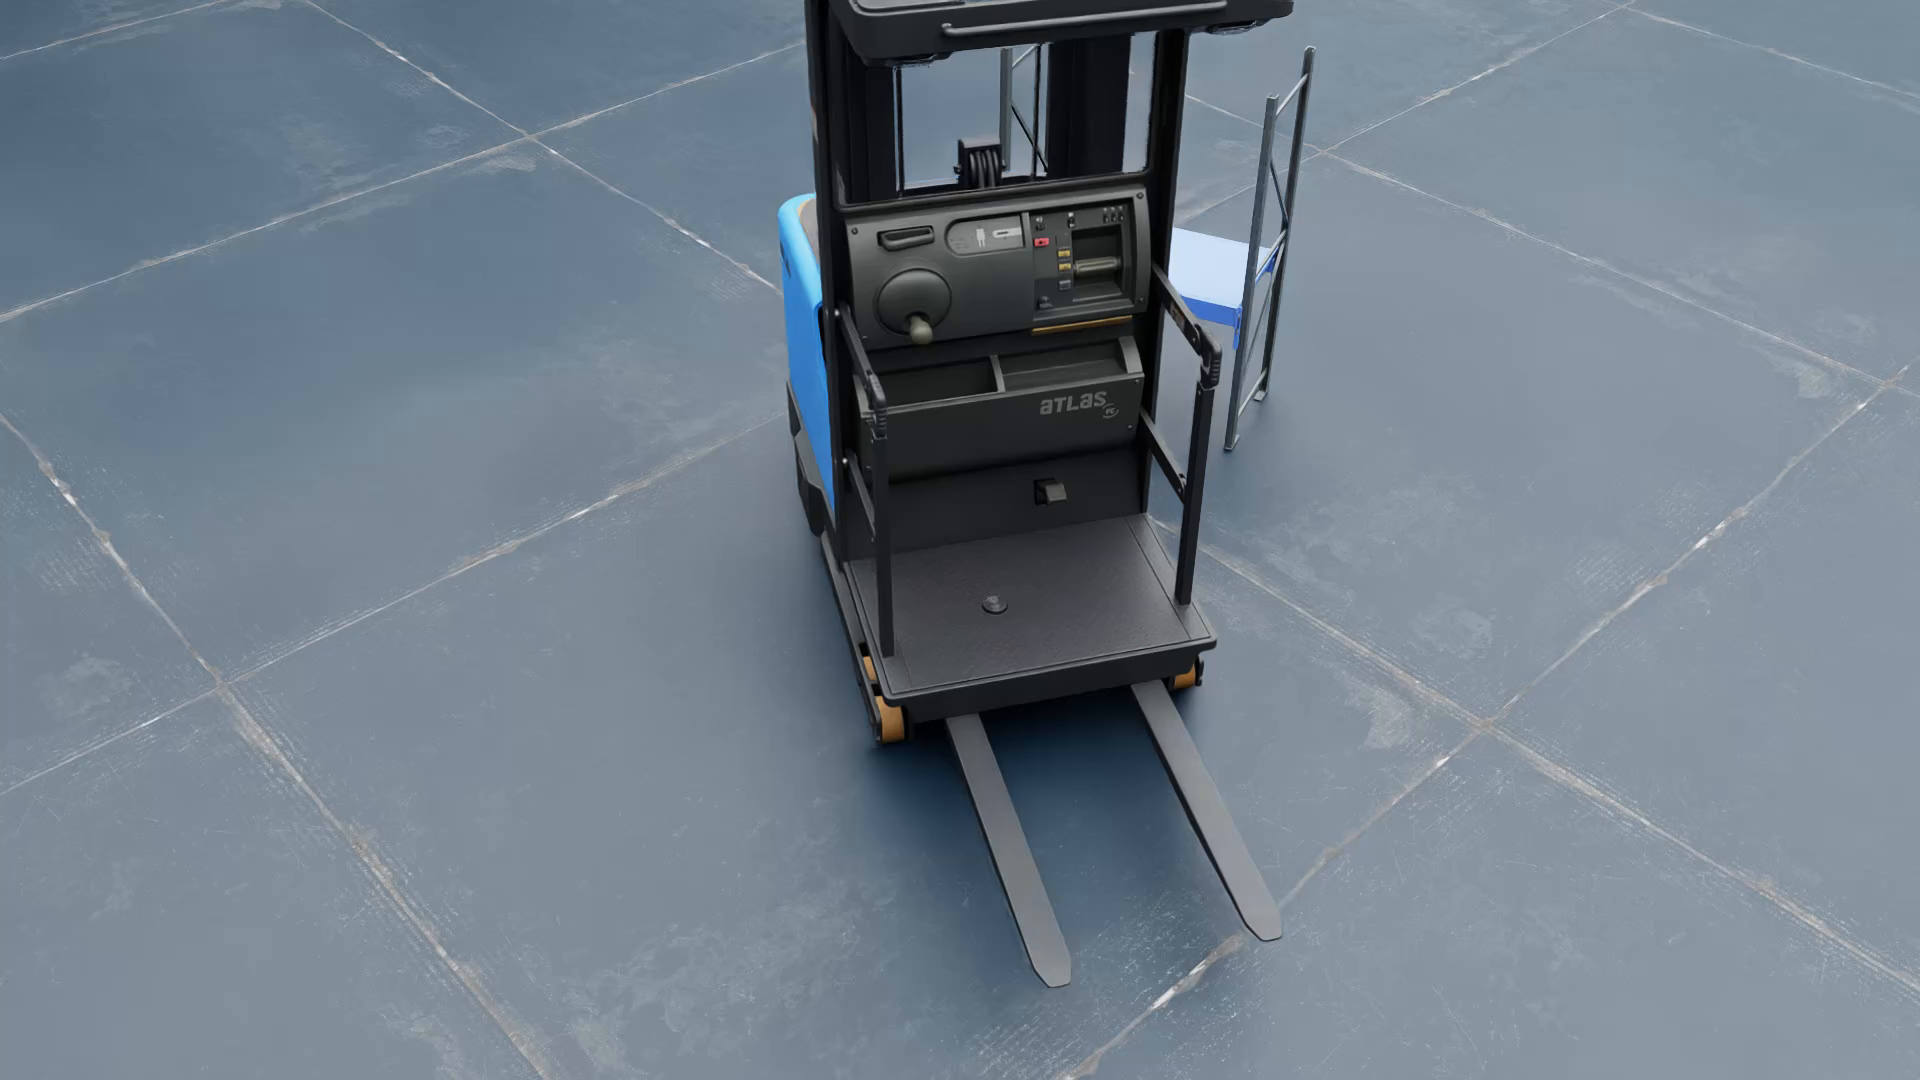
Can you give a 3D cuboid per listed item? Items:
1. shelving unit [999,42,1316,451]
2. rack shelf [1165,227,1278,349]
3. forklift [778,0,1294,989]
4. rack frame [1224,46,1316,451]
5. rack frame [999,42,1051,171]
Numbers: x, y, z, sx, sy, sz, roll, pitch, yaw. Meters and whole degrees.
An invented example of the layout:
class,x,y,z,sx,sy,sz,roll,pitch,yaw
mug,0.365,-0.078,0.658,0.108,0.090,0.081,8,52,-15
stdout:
class,x,y,z,sx,sy,sz,roll,pitch,yaw
shelving unit,0.727,-1.226,6.574,1.048,1.500,0.538,17,42,20
rack shelf,0.727,-1.086,6.687,1.000,0.185,0.538,17,42,20
forklift,0.180,-0.748,4.844,1.130,2.935,3.031,-9,40,-11
rack frame,1.185,-1.087,6.403,0.032,1.500,0.500,17,42,20
rack frame,0.269,-1.365,6.746,0.032,1.500,0.500,17,42,20
